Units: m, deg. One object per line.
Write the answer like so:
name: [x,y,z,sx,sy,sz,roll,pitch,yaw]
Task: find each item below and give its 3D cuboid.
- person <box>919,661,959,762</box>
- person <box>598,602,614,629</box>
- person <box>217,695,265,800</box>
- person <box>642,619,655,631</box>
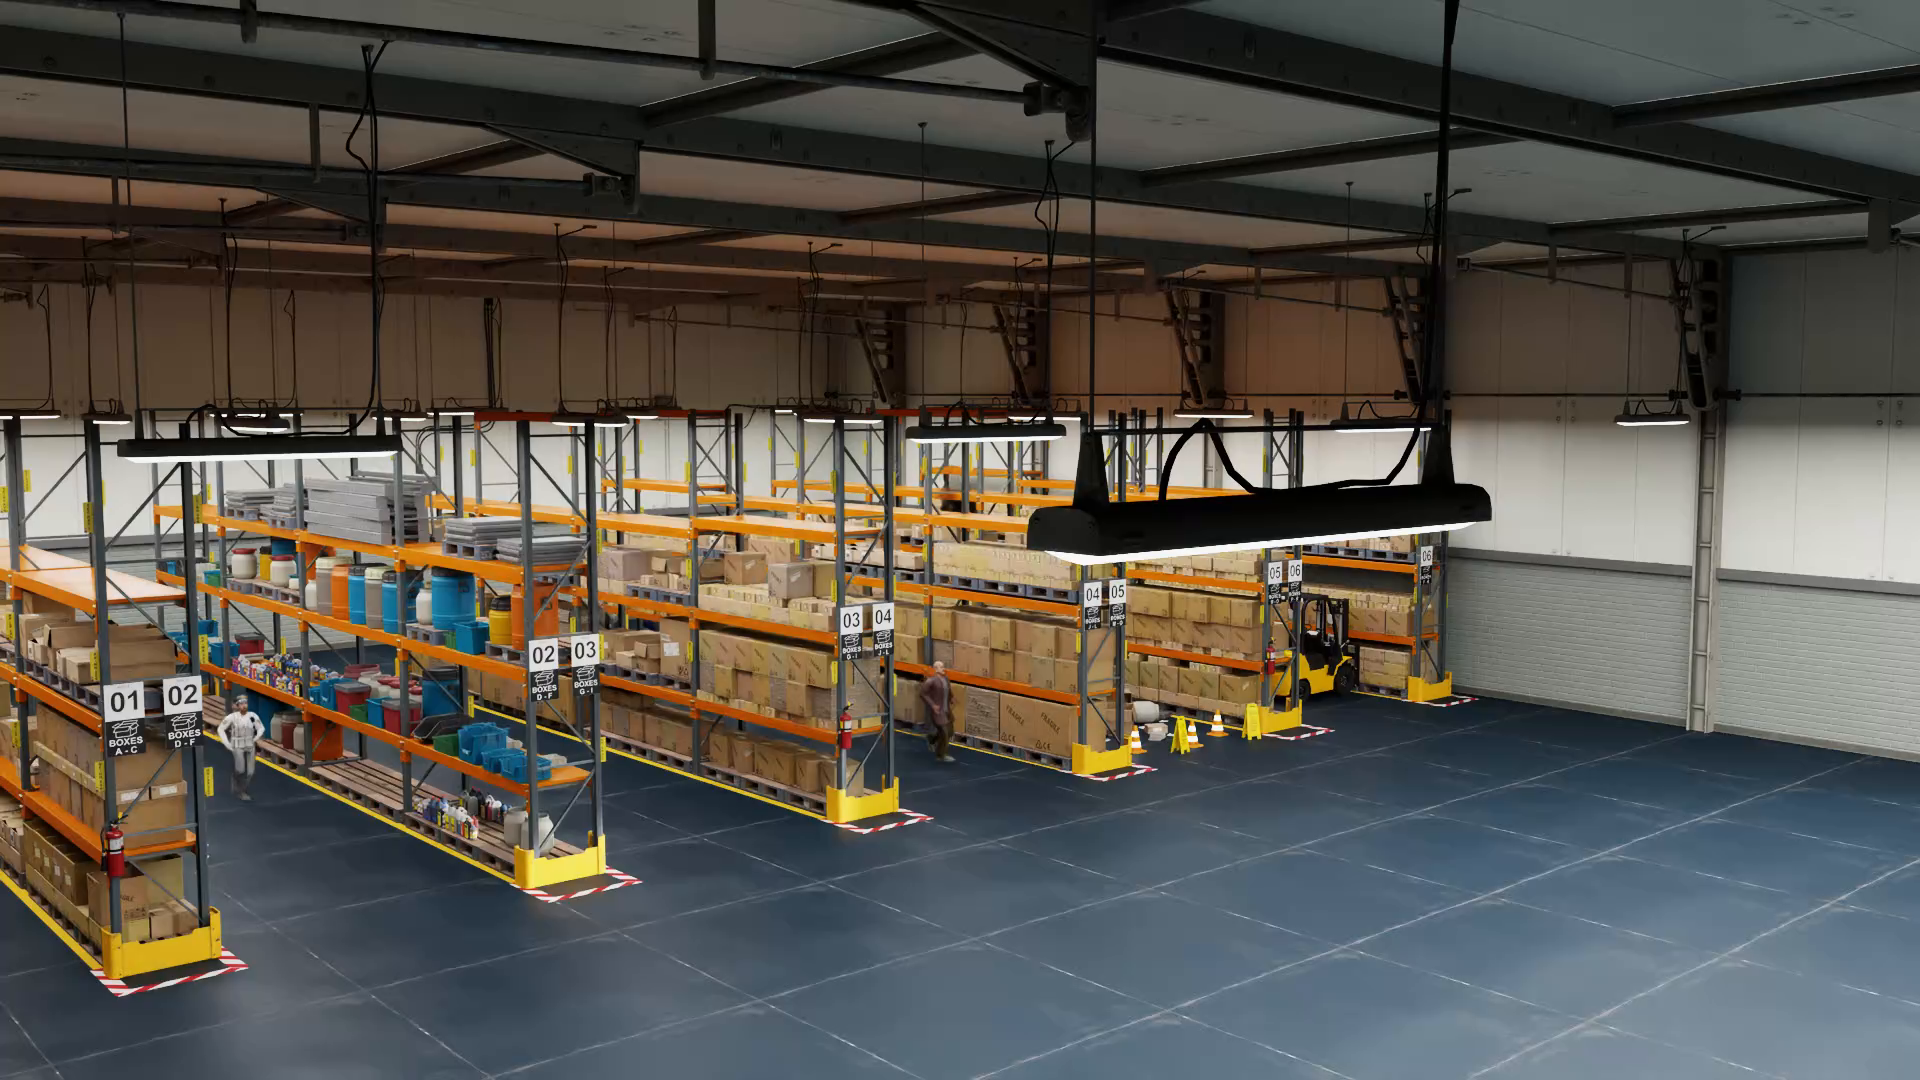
person: [-0.389,2.944,28.681,0.724,1.733,0.703,4,7,40]
person: [-8.057,2.226,37.283,0.667,1.711,0.747,-3,6,-29]
person: [-11.139,3.228,25.869,0.678,1.658,0.490,-4,6,-38]
person: [-8.007,1.789,42.796,0.607,1.592,0.548,2,6,26]
